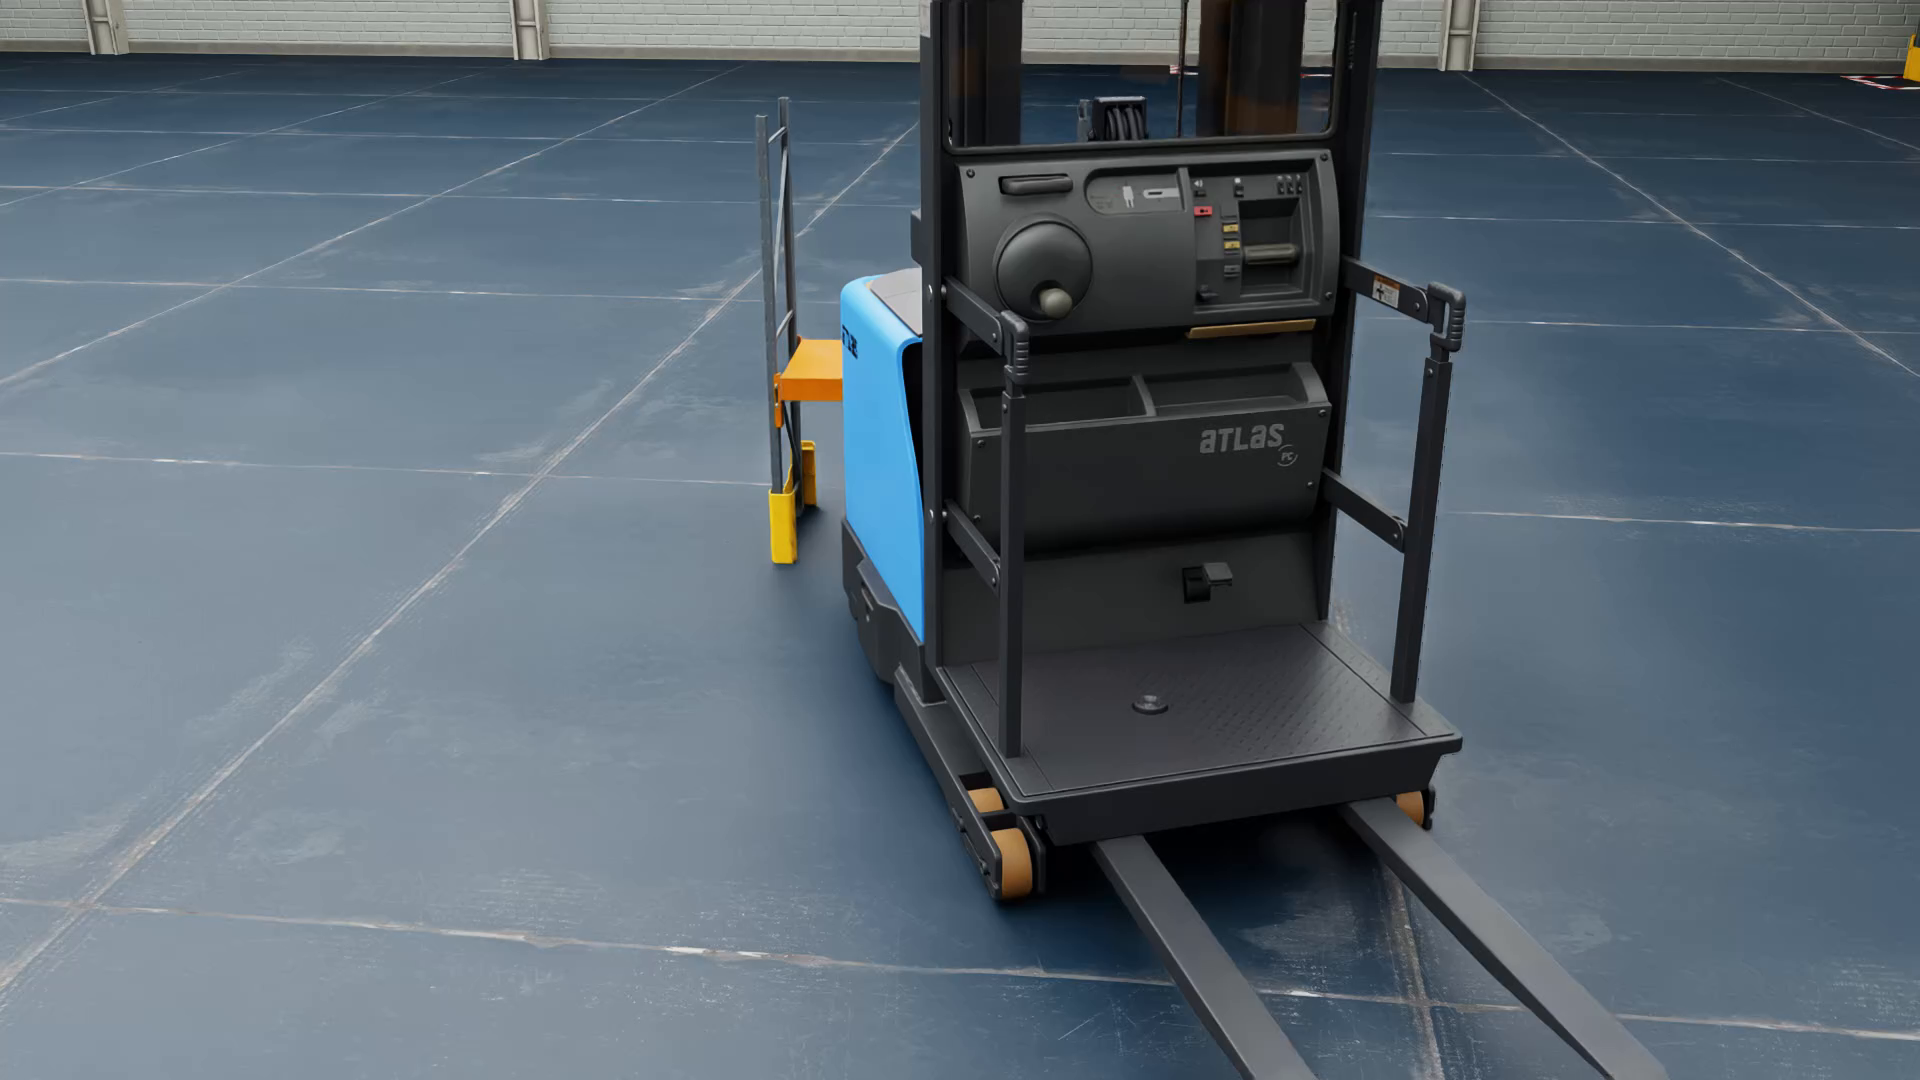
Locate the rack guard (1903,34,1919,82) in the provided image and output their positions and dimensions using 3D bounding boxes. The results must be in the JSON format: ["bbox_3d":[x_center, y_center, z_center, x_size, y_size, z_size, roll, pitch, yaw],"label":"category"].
[{"bbox_3d":[11.449,-5.589,19.396,0.348,0.500,1.175,2,22,6],"label":"rack guard"}]

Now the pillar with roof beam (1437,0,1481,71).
[{"bbox_3d":[5.705,-8.518,15.245,0.400,9.000,9.100,2,22,6],"label":"pillar with roof beam"}]

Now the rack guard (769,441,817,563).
[{"bbox_3d":[-0.596,-0.145,5.967,0.087,0.250,0.587,1,22,3],"label":"rack guard"}]

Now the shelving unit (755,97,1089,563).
[{"bbox_3d":[-0.099,-0.717,5.712,1.083,1.500,0.587,1,22,3],"label":"shelving unit"}]

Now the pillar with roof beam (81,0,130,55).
[{"bbox_3d":[-12.170,-9.297,17.215,0.400,9.000,9.100,2,22,6],"label":"pillar with roof beam"}]

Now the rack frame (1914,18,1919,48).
[{"bbox_3d":[11.373,-6.755,18.945,0.127,3.000,1.000,2,22,6],"label":"rack frame"}]

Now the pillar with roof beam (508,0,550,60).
[{"bbox_3d":[-6.211,-9.037,16.559,0.400,9.000,9.100,2,22,6],"label":"pillar with roof beam"}]

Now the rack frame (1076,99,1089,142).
[{"bbox_3d":[0.400,-0.707,5.687,0.032,1.500,0.500,1,22,3],"label":"rack frame"}]

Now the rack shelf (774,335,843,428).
[{"bbox_3d":[-0.108,-0.549,5.779,1.000,0.185,0.538,1,22,3],"label":"rack shelf"}]

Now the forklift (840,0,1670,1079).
[{"bbox_3d":[0.514,-0.692,3.703,1.130,2.935,3.031,-6,22,-15],"label":"forklift"}]

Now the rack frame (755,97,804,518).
[{"bbox_3d":[-0.615,-0.727,5.738,0.032,1.500,0.500,1,22,3],"label":"rack frame"}]
